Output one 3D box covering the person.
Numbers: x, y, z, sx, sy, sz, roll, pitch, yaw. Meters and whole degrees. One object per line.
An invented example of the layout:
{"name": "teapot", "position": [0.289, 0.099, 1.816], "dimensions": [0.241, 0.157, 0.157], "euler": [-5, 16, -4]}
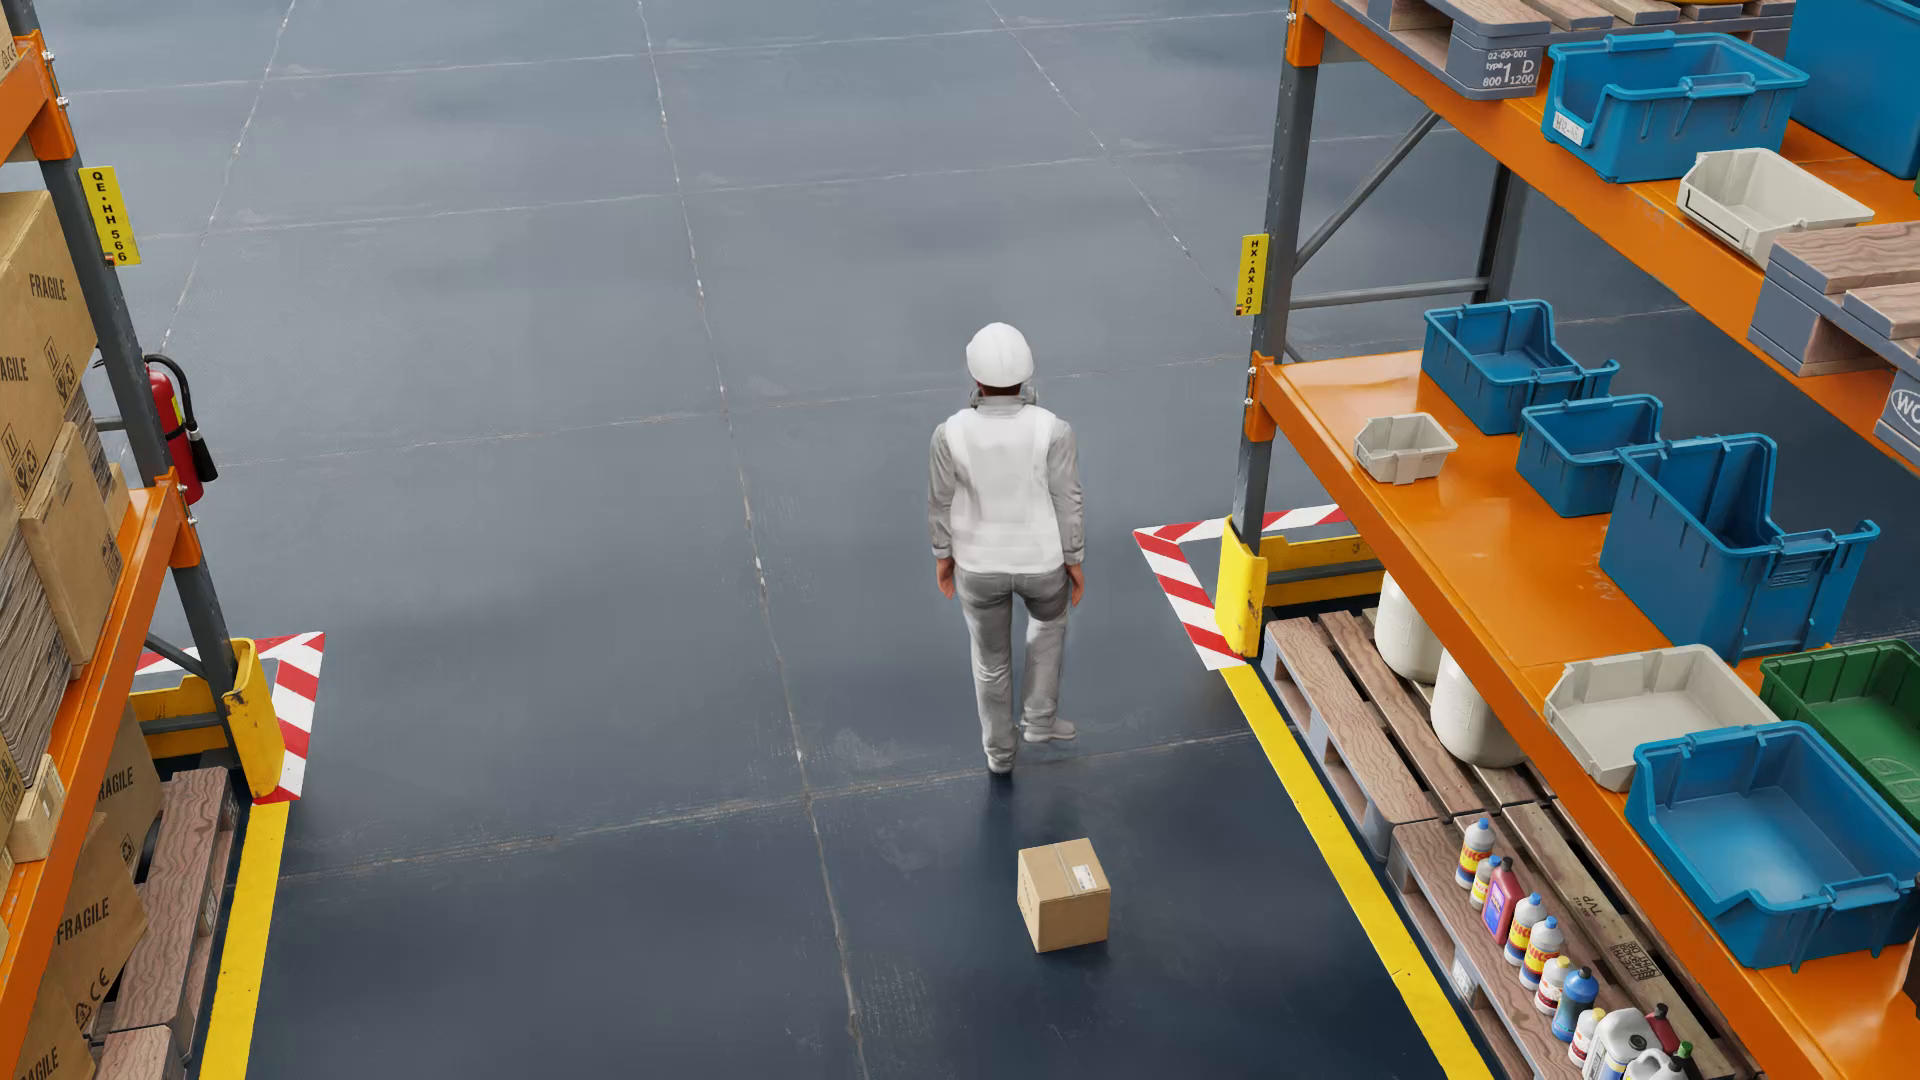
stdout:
{"name": "person", "position": [0.164, 0.049, 6.020], "dimensions": [0.568, 1.761, 0.474], "euler": [0, 34, 1]}
